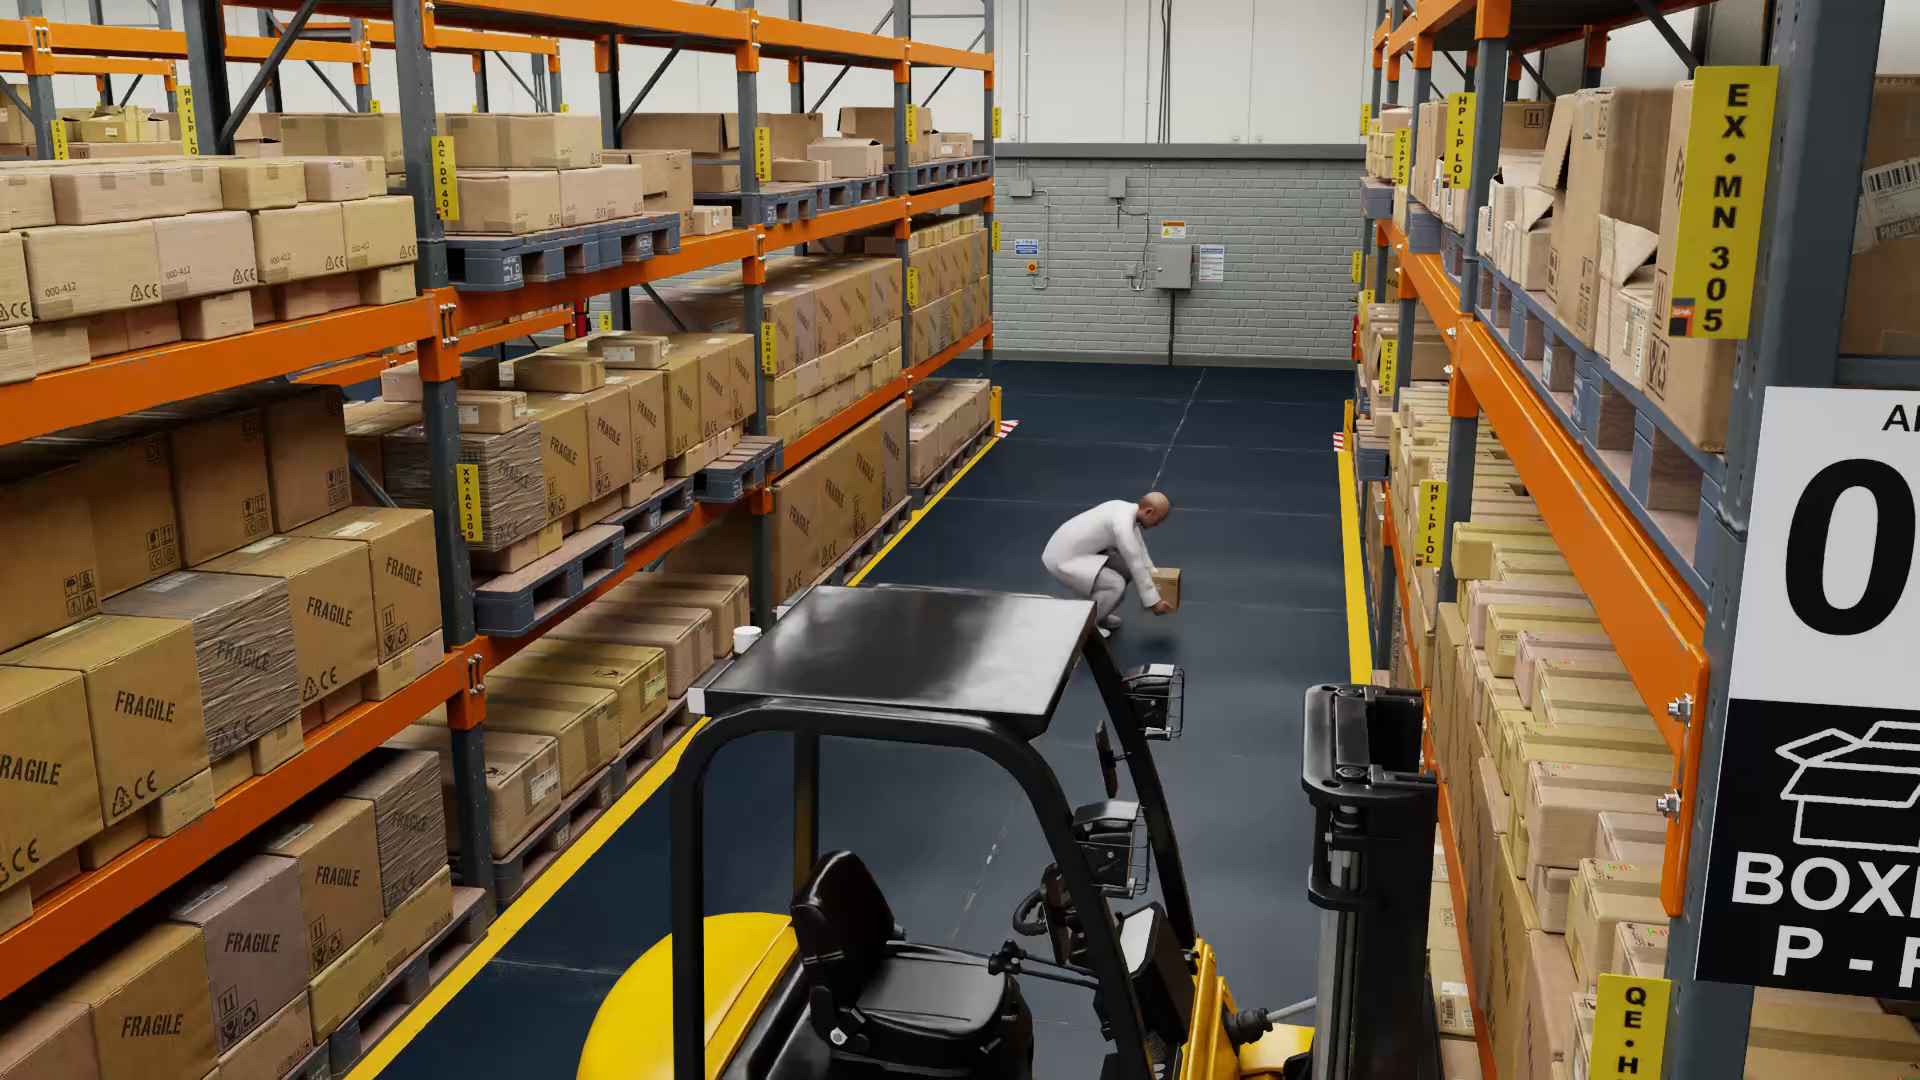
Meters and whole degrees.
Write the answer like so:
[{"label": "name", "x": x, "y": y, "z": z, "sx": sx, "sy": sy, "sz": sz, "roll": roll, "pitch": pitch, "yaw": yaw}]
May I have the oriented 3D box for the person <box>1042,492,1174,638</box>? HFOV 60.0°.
[{"label": "person", "x": 1.031, "y": 0.198, "z": 11.480, "sx": 0.930, "sy": 0.930, "sz": 0.568, "roll": 3, "pitch": 15, "yaw": 10}]
